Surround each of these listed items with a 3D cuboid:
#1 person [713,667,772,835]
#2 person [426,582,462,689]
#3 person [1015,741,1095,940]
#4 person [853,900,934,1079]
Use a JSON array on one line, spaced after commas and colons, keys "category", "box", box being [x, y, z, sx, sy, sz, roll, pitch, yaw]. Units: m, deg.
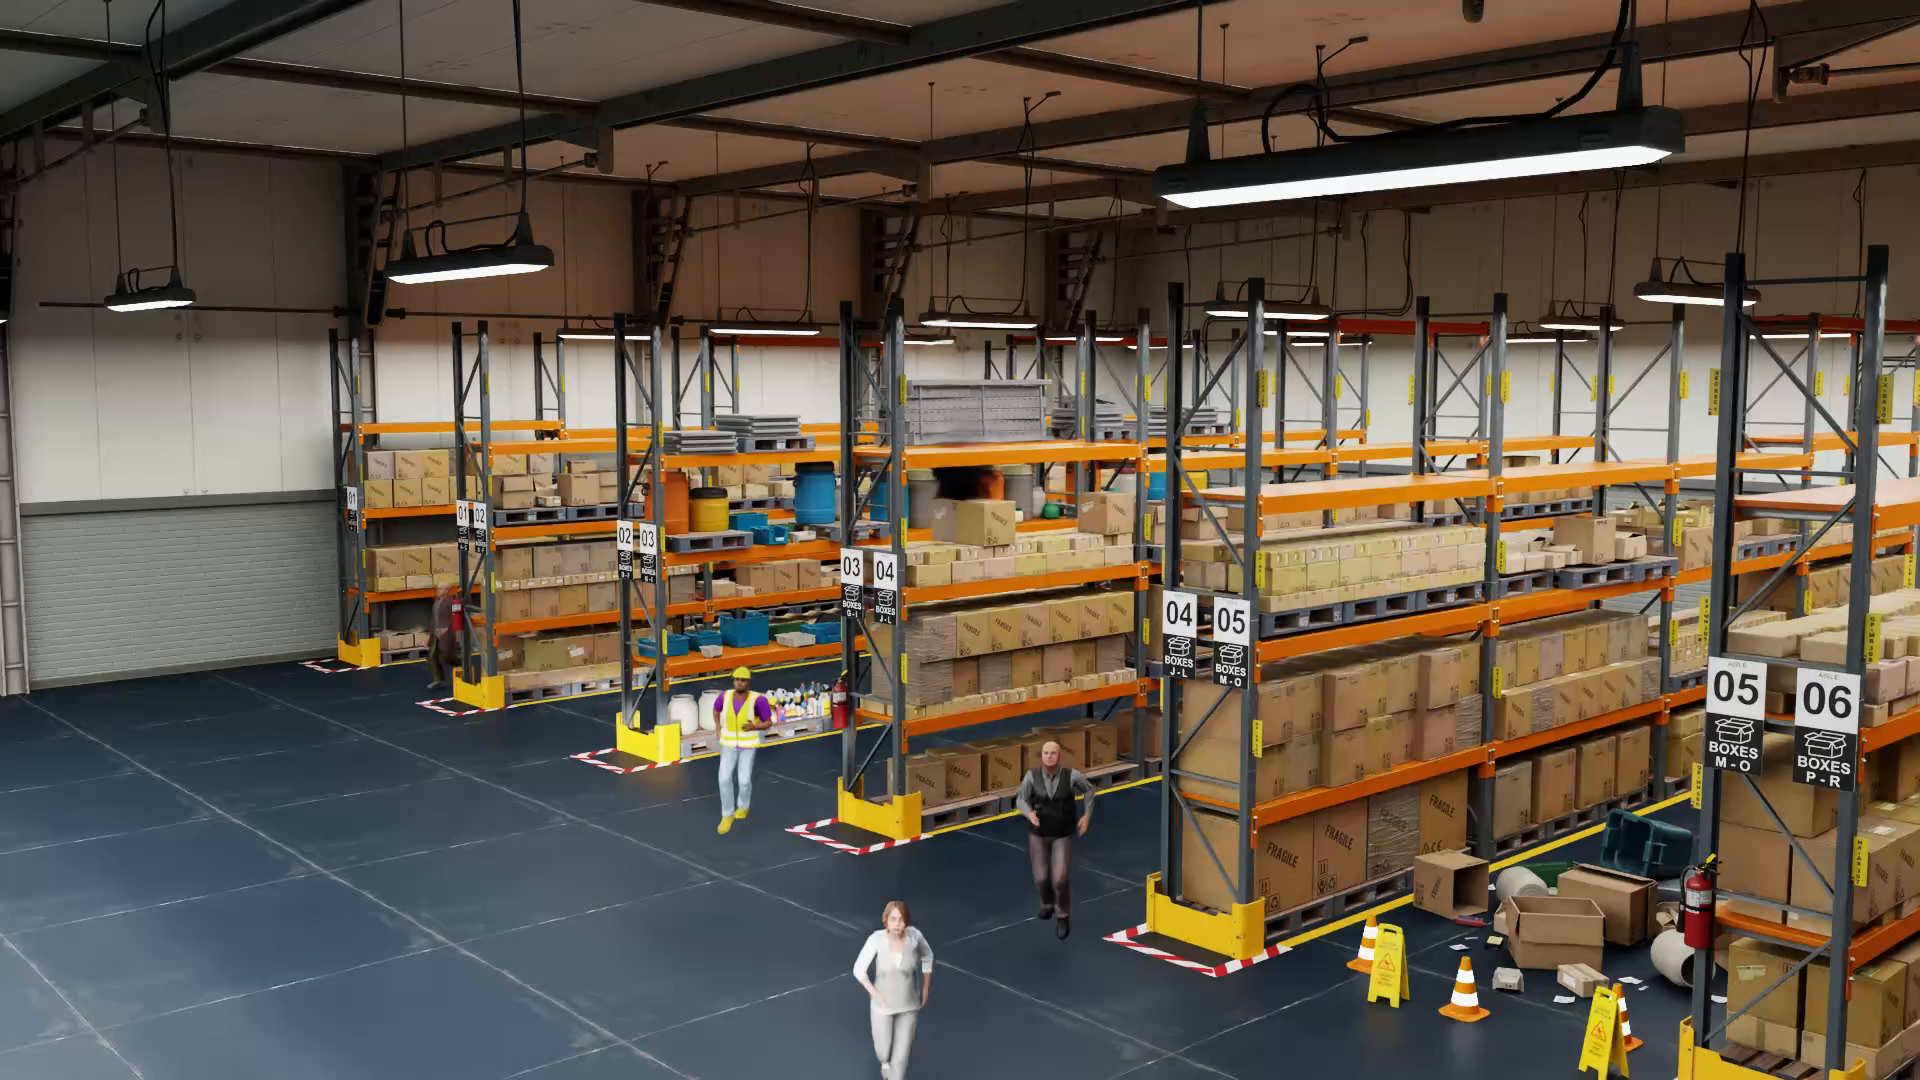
[{"category": "person", "box": [-2.401, 2.276, 18.279, 0.689, 1.792, 0.688, 0, 6, 1]}, {"category": "person", "box": [-8.532, 1.563, 27.636, 0.745, 1.745, 0.840, 3, 7, 31]}, {"category": "person", "box": [0.832, 2.678, 14.809, 0.688, 1.783, 0.695, 1, 6, 10]}, {"category": "person", "box": [-0.458, 3.246, 11.556, 0.565, 1.589, 0.878, -1, 6, -6]}]
